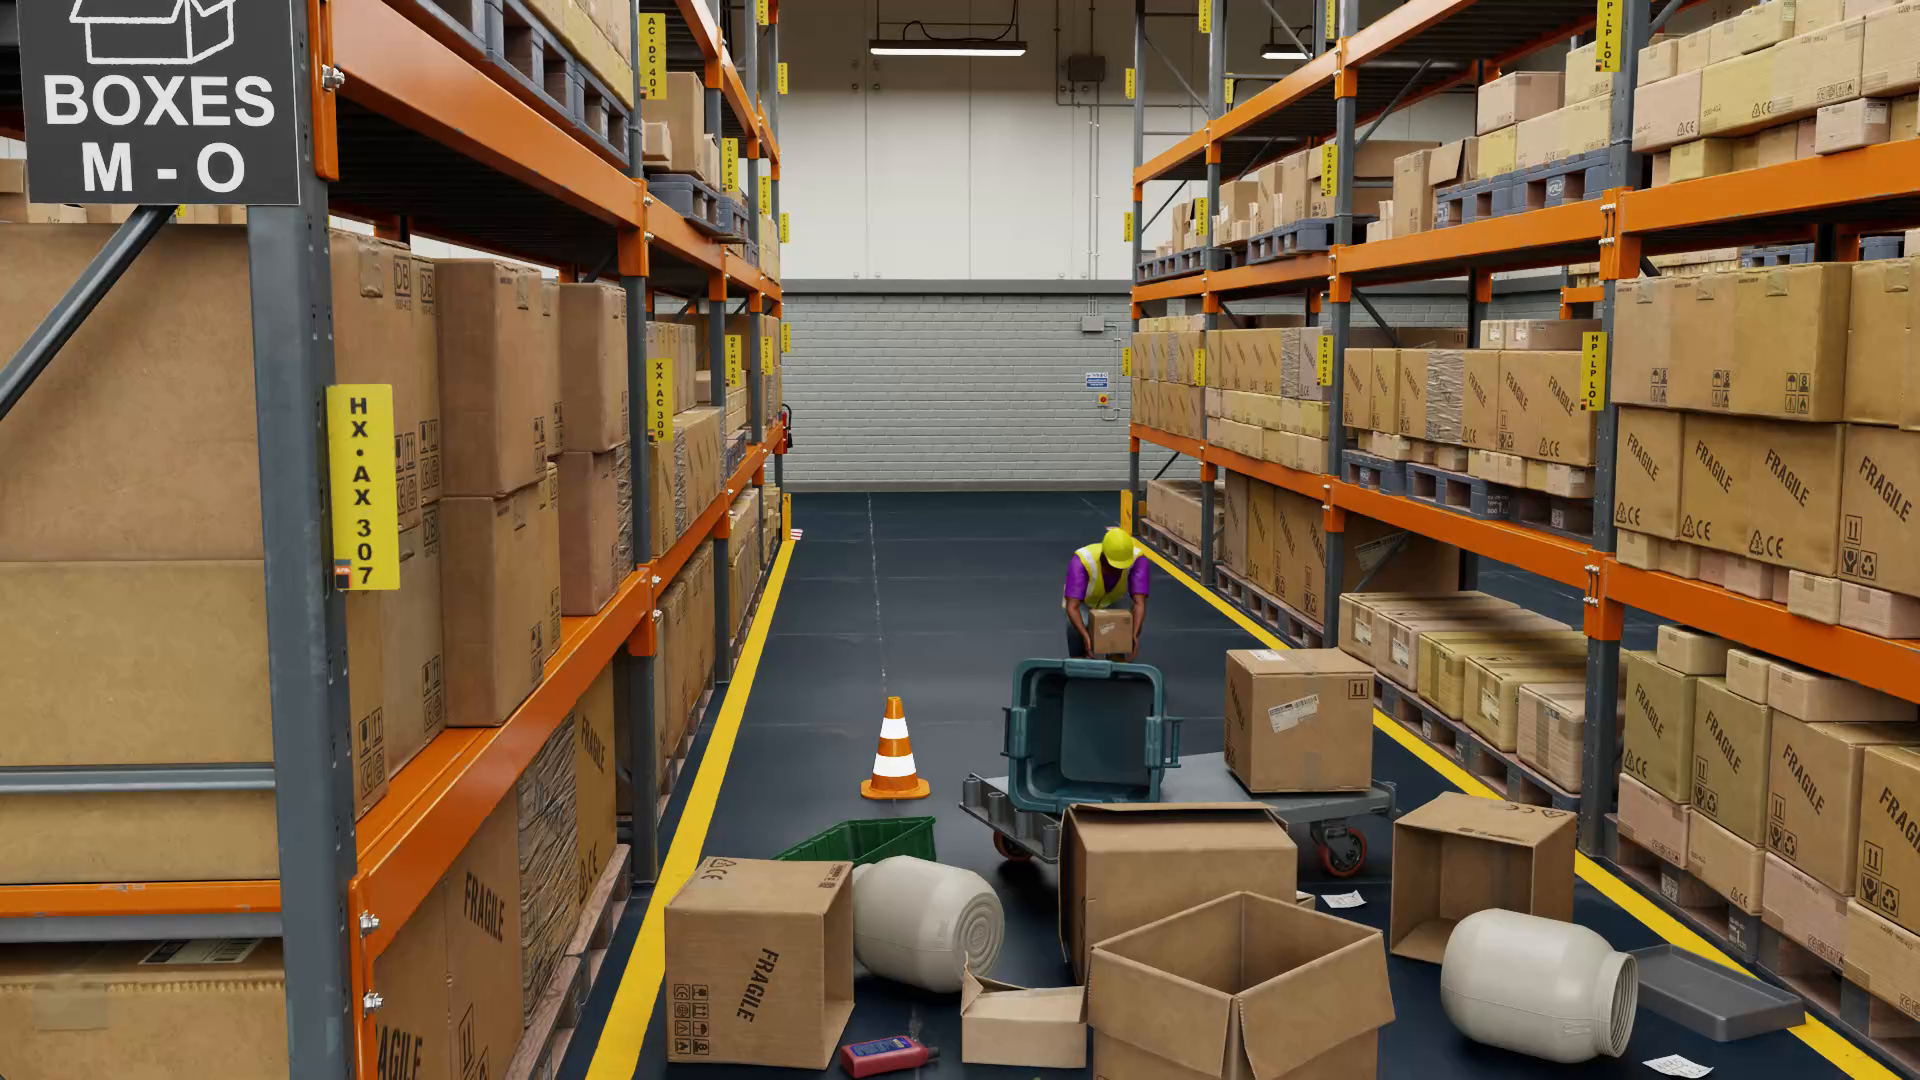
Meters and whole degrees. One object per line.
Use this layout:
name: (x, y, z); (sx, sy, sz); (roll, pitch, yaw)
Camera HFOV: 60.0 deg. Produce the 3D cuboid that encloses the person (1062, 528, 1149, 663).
person: (0.975, 0.388, 11.169); (0.584, 0.998, 0.889); (0, 7, -4)
